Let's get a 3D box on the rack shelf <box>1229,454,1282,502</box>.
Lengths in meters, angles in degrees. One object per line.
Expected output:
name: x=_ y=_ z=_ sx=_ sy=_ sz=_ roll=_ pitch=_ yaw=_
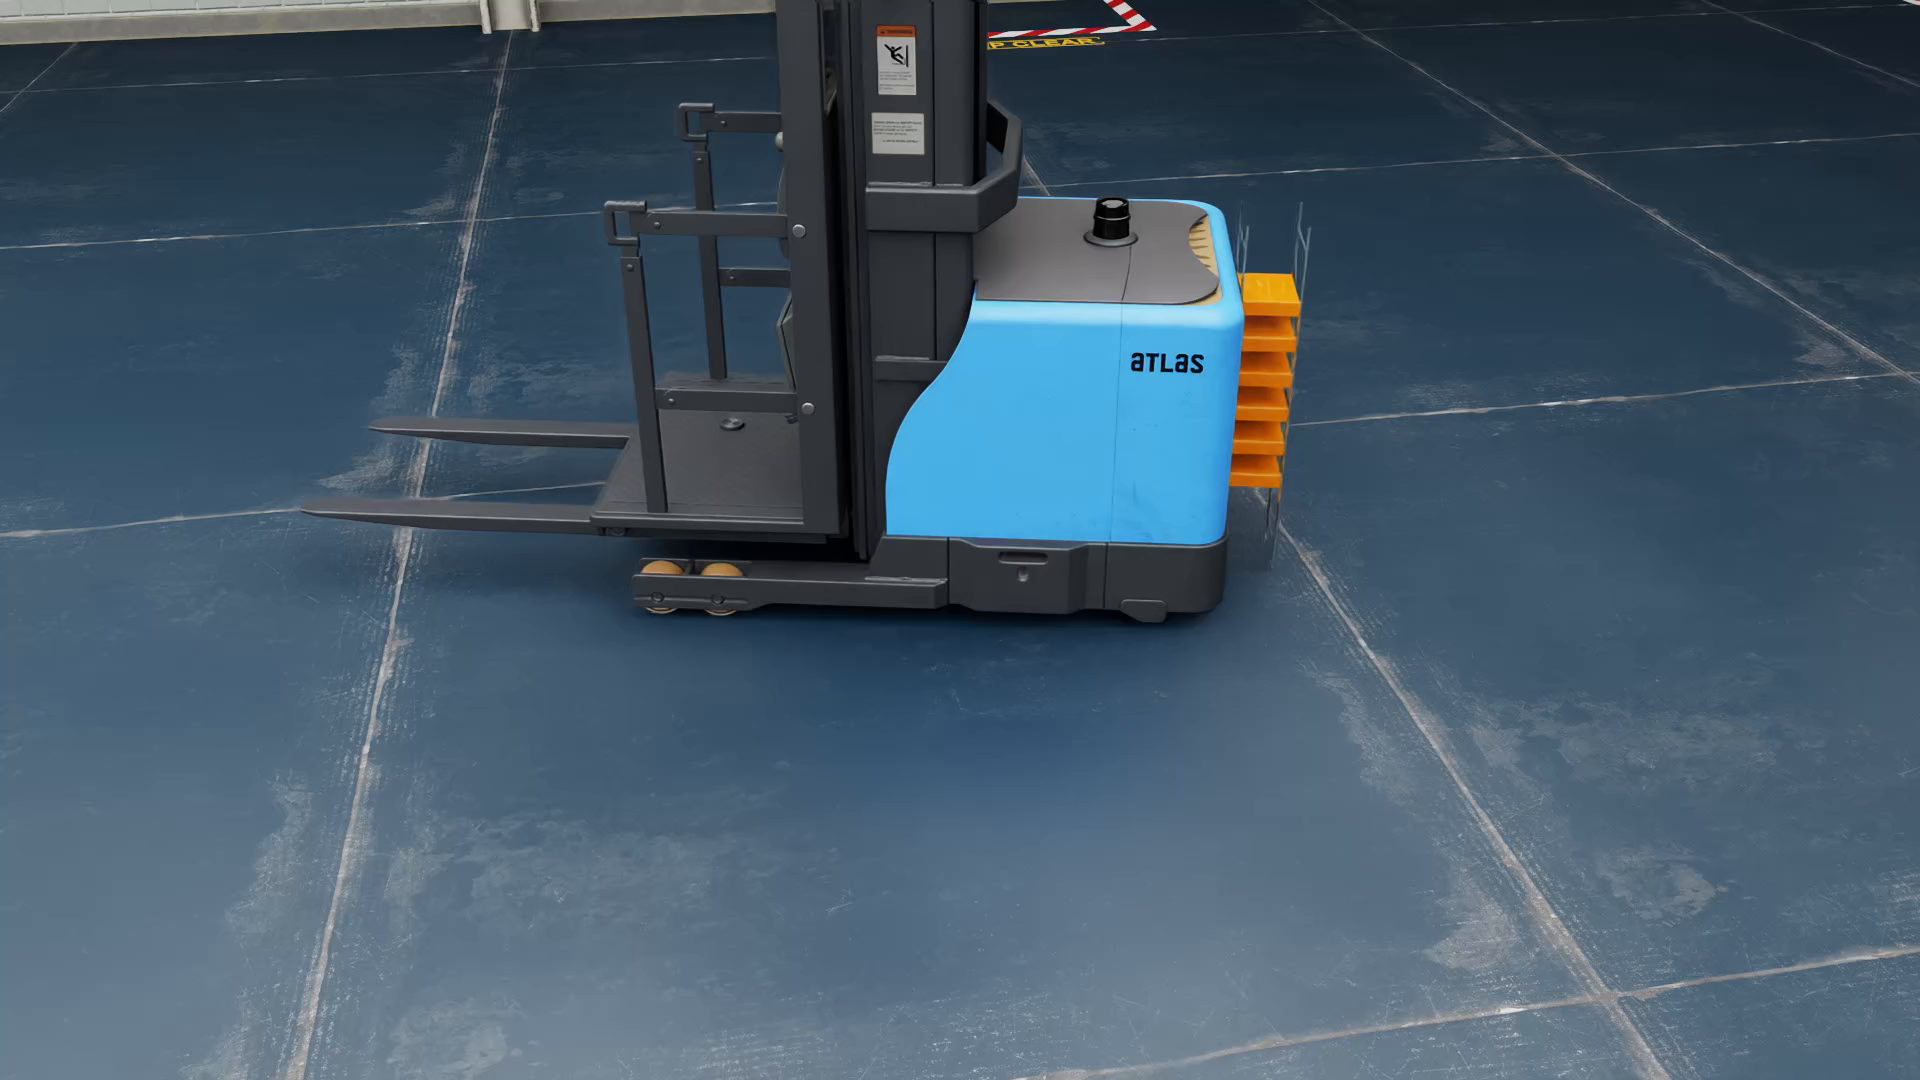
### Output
rack shelf: x=0.962 y=-0.233 z=5.524 sx=0.180 sy=0.103 sz=0.258 roll=2 pitch=31 yaw=3

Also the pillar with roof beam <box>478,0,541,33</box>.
pillar with roof beam: x=-2.478 y=-5.462 z=6.161 sx=0.400 sy=9.000 sz=9.100 roll=-5 pitch=31 yaw=-9

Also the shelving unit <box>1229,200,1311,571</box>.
shelving unit: x=0.962 y=-0.478 z=5.380 sx=0.189 sy=1.200 sz=0.258 roll=2 pitch=31 yaw=3

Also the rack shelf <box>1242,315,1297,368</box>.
rack shelf: x=0.962 y=-0.647 z=5.281 sx=0.180 sy=0.103 sz=0.258 roll=2 pitch=31 yaw=3

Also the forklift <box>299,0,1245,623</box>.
forklift: x=-0.646 y=-1.286 z=5.045 sx=3.031 sy=2.935 sz=1.130 roll=2 pitch=31 yaw=3

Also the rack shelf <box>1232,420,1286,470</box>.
rack shelf: x=0.962 y=-0.337 z=5.463 sx=0.180 sy=0.103 sz=0.258 roll=2 pitch=31 yaw=3

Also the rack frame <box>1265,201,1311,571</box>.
rack frame: x=1.054 y=-0.475 z=5.375 sx=0.006 sy=1.200 sz=0.240 roll=2 pitch=31 yaw=3

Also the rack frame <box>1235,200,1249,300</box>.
rack frame: x=0.871 y=-0.482 z=5.385 sx=0.006 sy=1.200 sz=0.240 roll=2 pitch=31 yaw=3

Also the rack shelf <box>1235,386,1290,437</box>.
rack shelf: x=0.962 y=-0.440 z=5.402 sx=0.180 sy=0.103 sz=0.258 roll=2 pitch=31 yaw=3

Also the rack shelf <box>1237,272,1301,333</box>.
rack shelf: x=0.962 y=-0.750 z=5.220 sx=0.180 sy=0.103 sz=0.258 roll=2 pitch=31 yaw=3

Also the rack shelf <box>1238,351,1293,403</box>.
rack shelf: x=0.962 y=-0.544 z=5.342 sx=0.180 sy=0.103 sz=0.258 roll=2 pitch=31 yaw=3
